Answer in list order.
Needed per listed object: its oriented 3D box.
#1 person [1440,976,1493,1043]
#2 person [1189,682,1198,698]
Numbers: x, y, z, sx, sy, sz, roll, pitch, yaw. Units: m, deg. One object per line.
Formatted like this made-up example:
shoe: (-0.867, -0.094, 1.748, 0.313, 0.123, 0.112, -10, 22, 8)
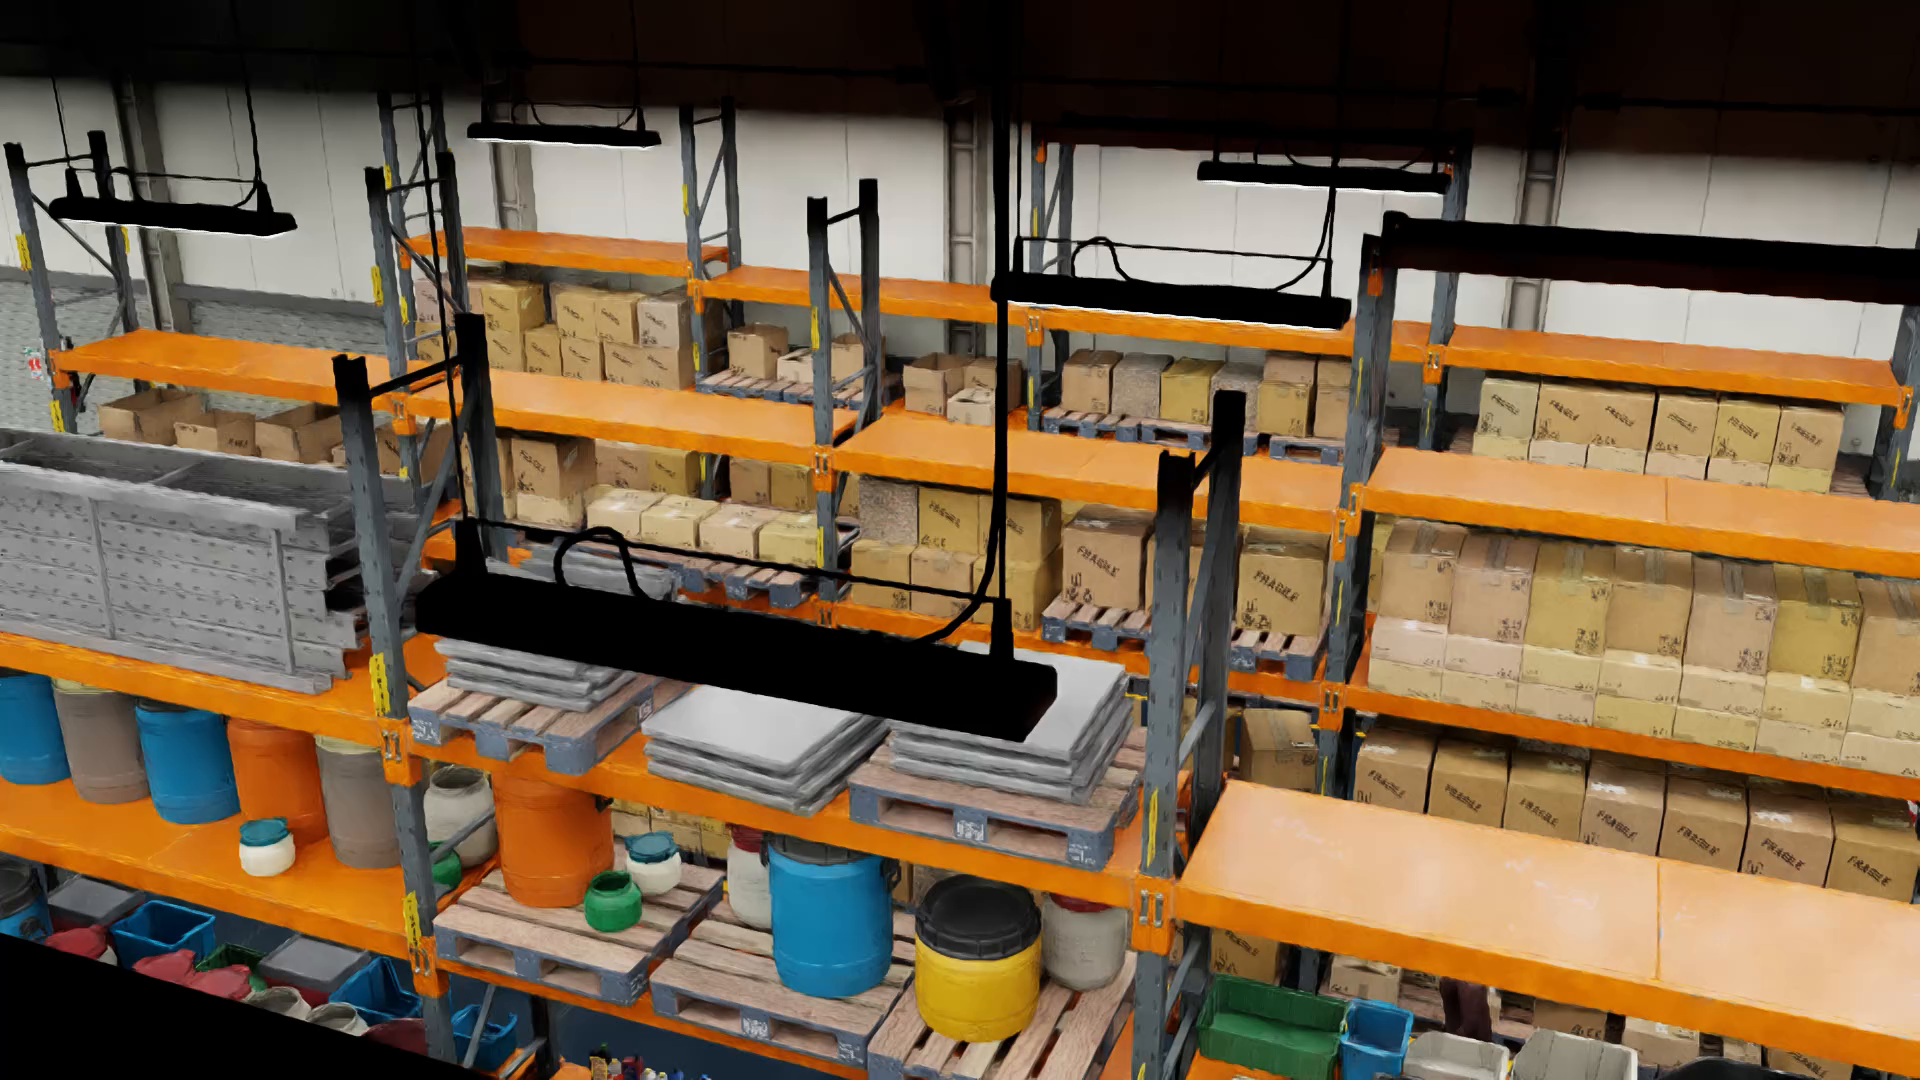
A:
person: (3.429, 3.341, 11.198, 0.546, 1.733, 0.729, 7, 22, 19)
person: (2.229, 1.947, 14.999, 1.091, 1.590, 0.445, 7, 22, 18)
